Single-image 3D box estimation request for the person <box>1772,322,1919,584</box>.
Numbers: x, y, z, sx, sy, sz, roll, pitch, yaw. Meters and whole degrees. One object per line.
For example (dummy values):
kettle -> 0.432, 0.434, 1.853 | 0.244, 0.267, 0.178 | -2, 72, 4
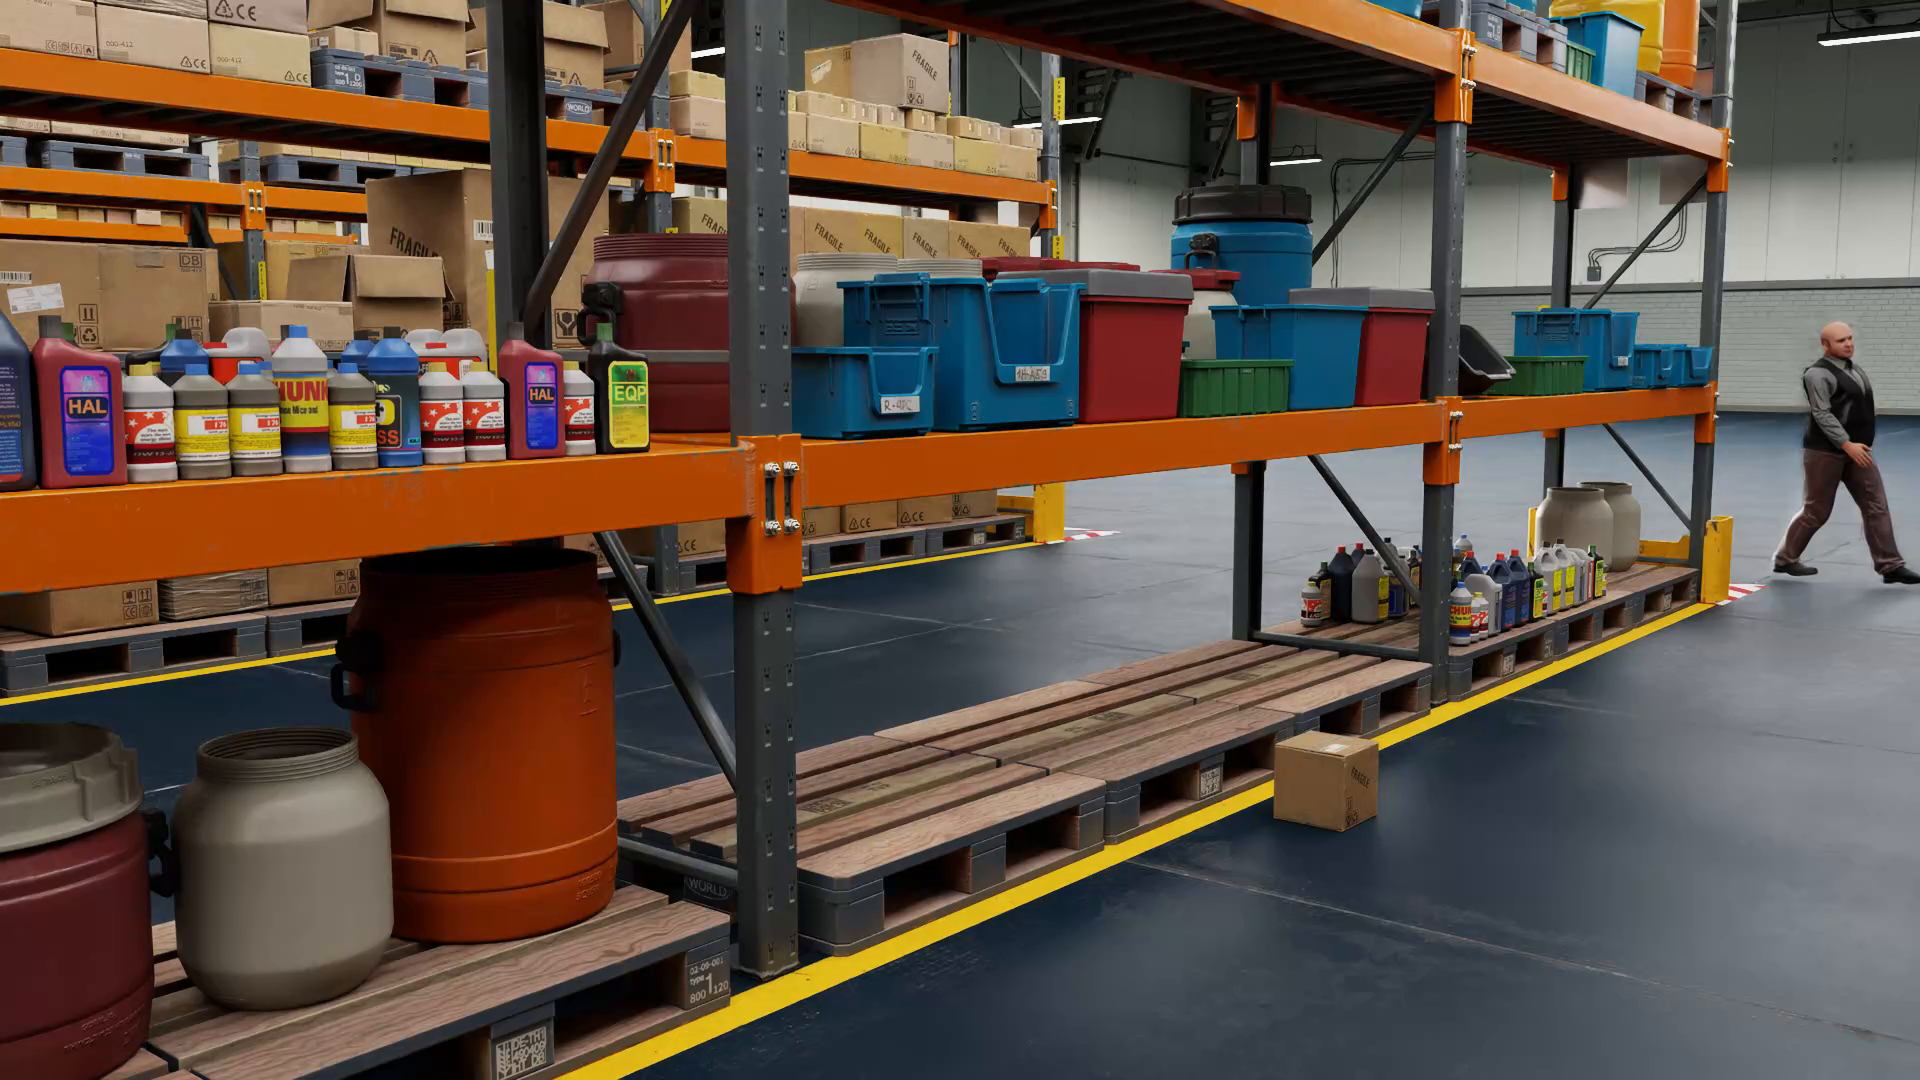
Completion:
person -> 5.671, -0.557, 10.632 | 0.564, 1.667, 0.919 | -4, 8, -28
